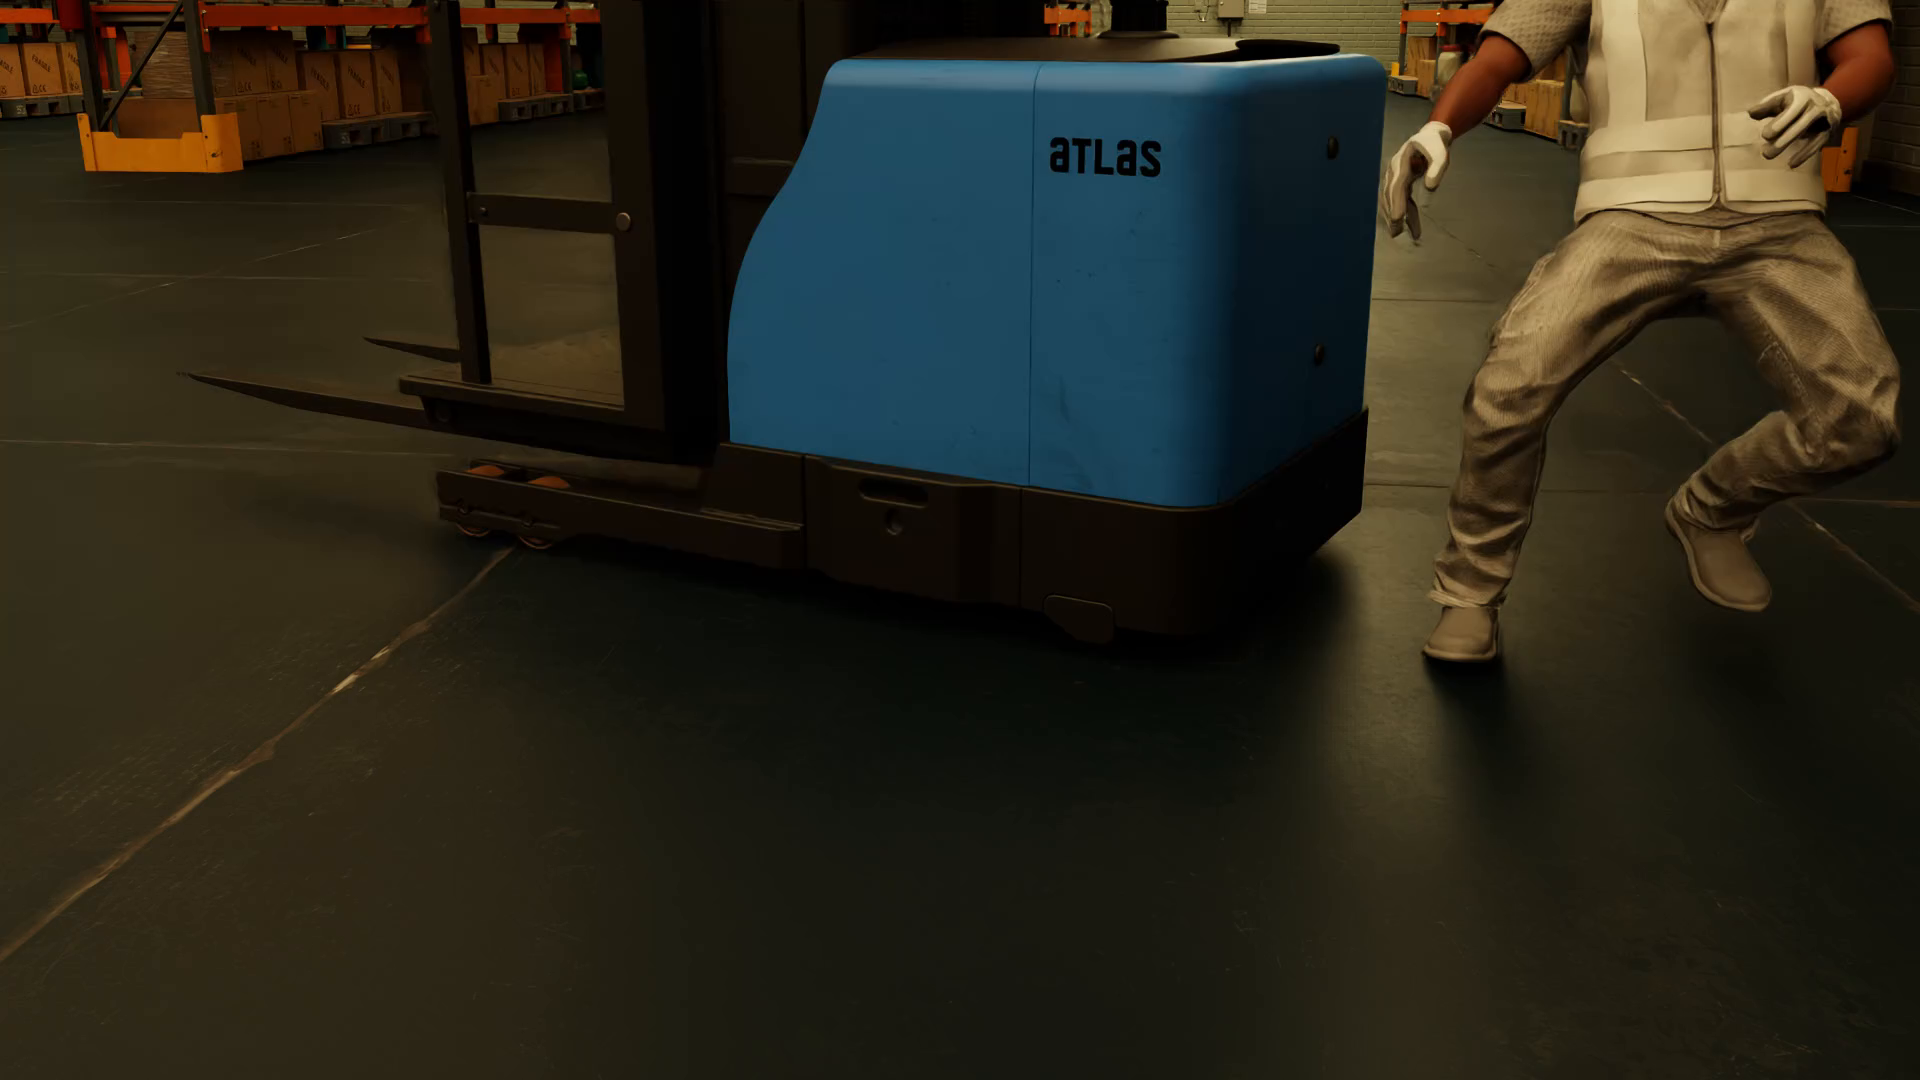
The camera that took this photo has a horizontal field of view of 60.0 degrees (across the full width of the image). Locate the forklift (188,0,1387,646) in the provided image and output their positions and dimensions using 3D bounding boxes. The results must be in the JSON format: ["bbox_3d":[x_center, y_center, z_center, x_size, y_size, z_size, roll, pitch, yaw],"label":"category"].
[{"bbox_3d":[-0.619,-1.502,3.717,3.031,2.935,1.130,10,20,28],"label":"forklift"}]

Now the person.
[{"bbox_3d":[1.196,-0.582,2.965,0.898,1.634,0.661,3,18,10],"label":"person"}]
